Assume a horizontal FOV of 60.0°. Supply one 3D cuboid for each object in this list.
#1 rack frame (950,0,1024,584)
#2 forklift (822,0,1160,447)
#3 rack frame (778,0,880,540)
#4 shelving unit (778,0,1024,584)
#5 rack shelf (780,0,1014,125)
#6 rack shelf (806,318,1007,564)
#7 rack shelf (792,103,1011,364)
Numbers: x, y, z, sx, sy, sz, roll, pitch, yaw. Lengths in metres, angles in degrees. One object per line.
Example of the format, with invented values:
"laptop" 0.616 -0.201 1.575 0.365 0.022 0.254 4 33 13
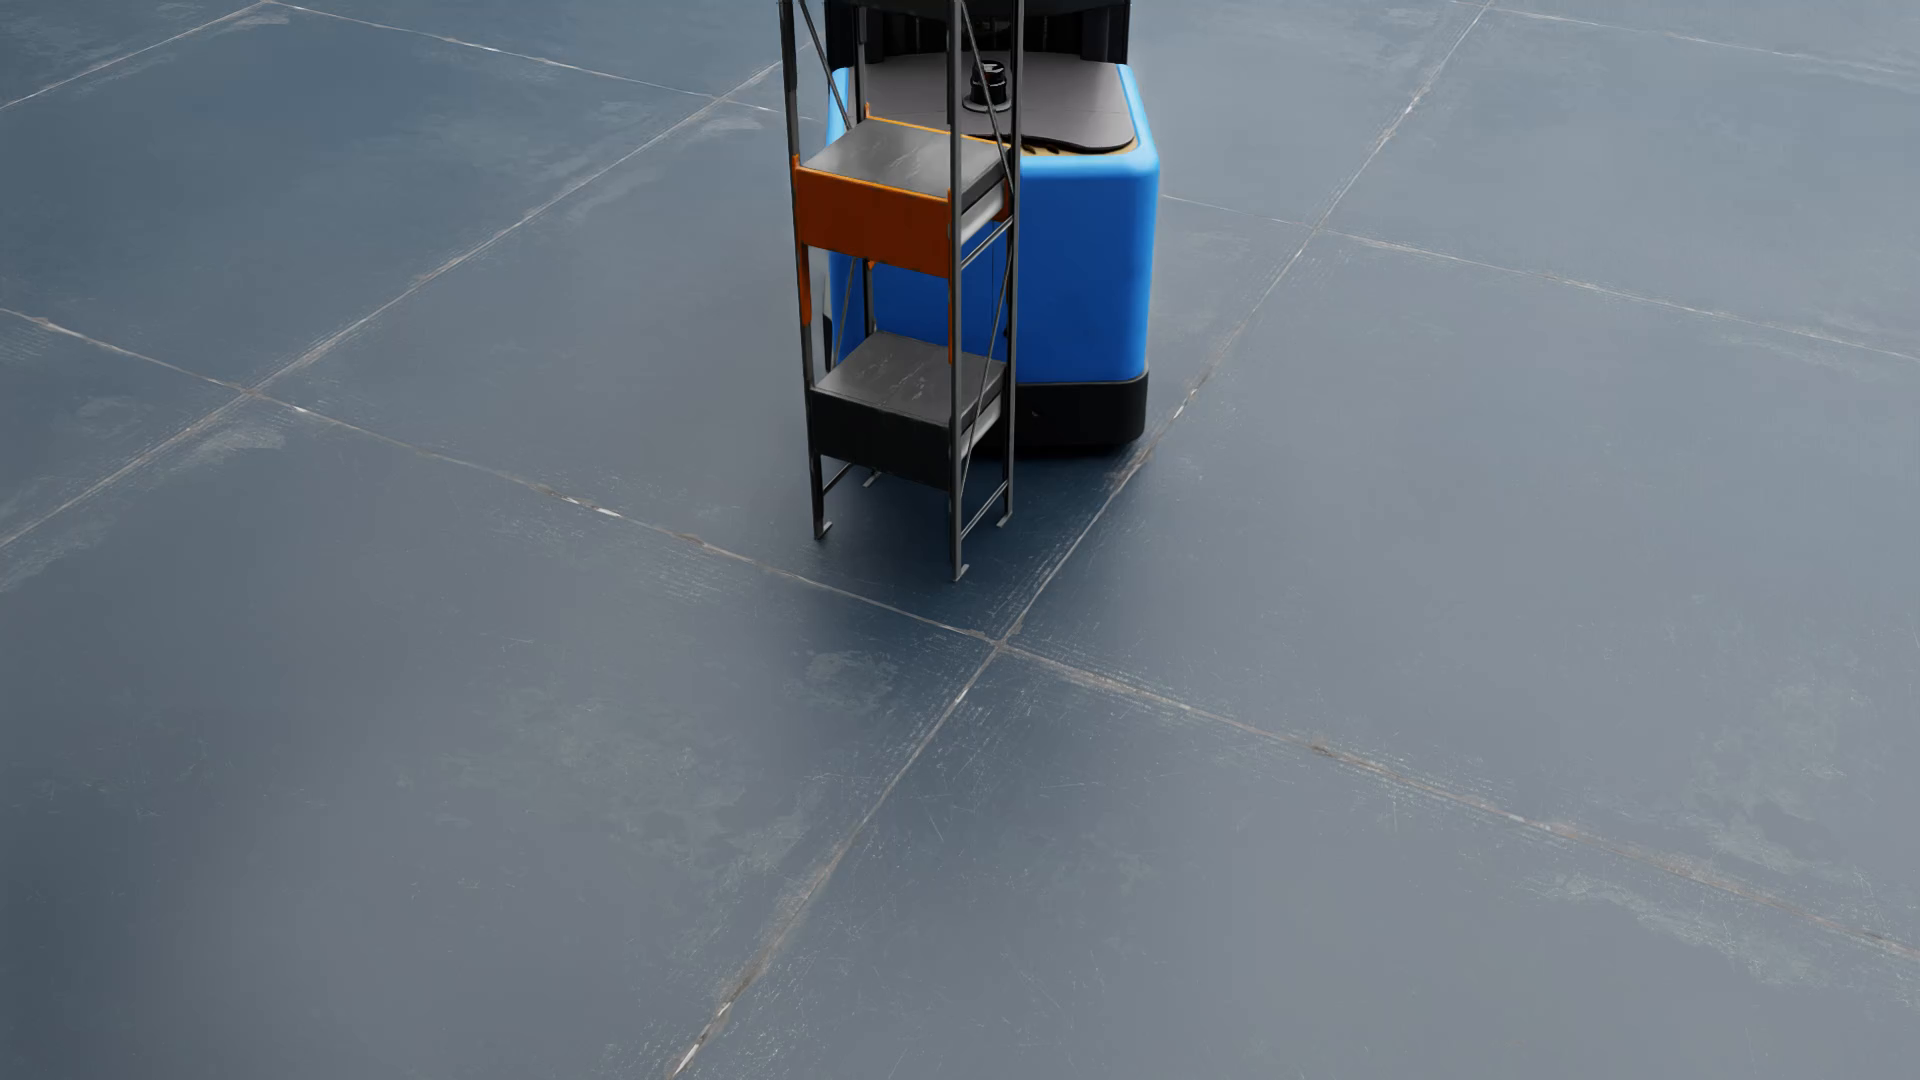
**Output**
"rack frame" 0.072 -0.813 4.584 0.015 2.100 0.400 17 40 21
"forklift" 0.052 -2.335 5.902 1.130 2.935 3.031 -1 37 -2
"rack frame" -0.364 -0.946 4.759 0.015 2.100 0.400 17 40 21
"shelving unit" -0.146 -0.880 4.671 0.503 2.100 0.431 17 40 21
"rack shelf" -0.147 -1.427 4.257 0.480 0.518 0.431 17 40 21
"rack shelf" -0.146 -0.311 5.102 0.480 0.518 0.431 17 40 21
"rack shelf" -0.146 -0.869 4.680 0.480 0.518 0.431 17 40 21
